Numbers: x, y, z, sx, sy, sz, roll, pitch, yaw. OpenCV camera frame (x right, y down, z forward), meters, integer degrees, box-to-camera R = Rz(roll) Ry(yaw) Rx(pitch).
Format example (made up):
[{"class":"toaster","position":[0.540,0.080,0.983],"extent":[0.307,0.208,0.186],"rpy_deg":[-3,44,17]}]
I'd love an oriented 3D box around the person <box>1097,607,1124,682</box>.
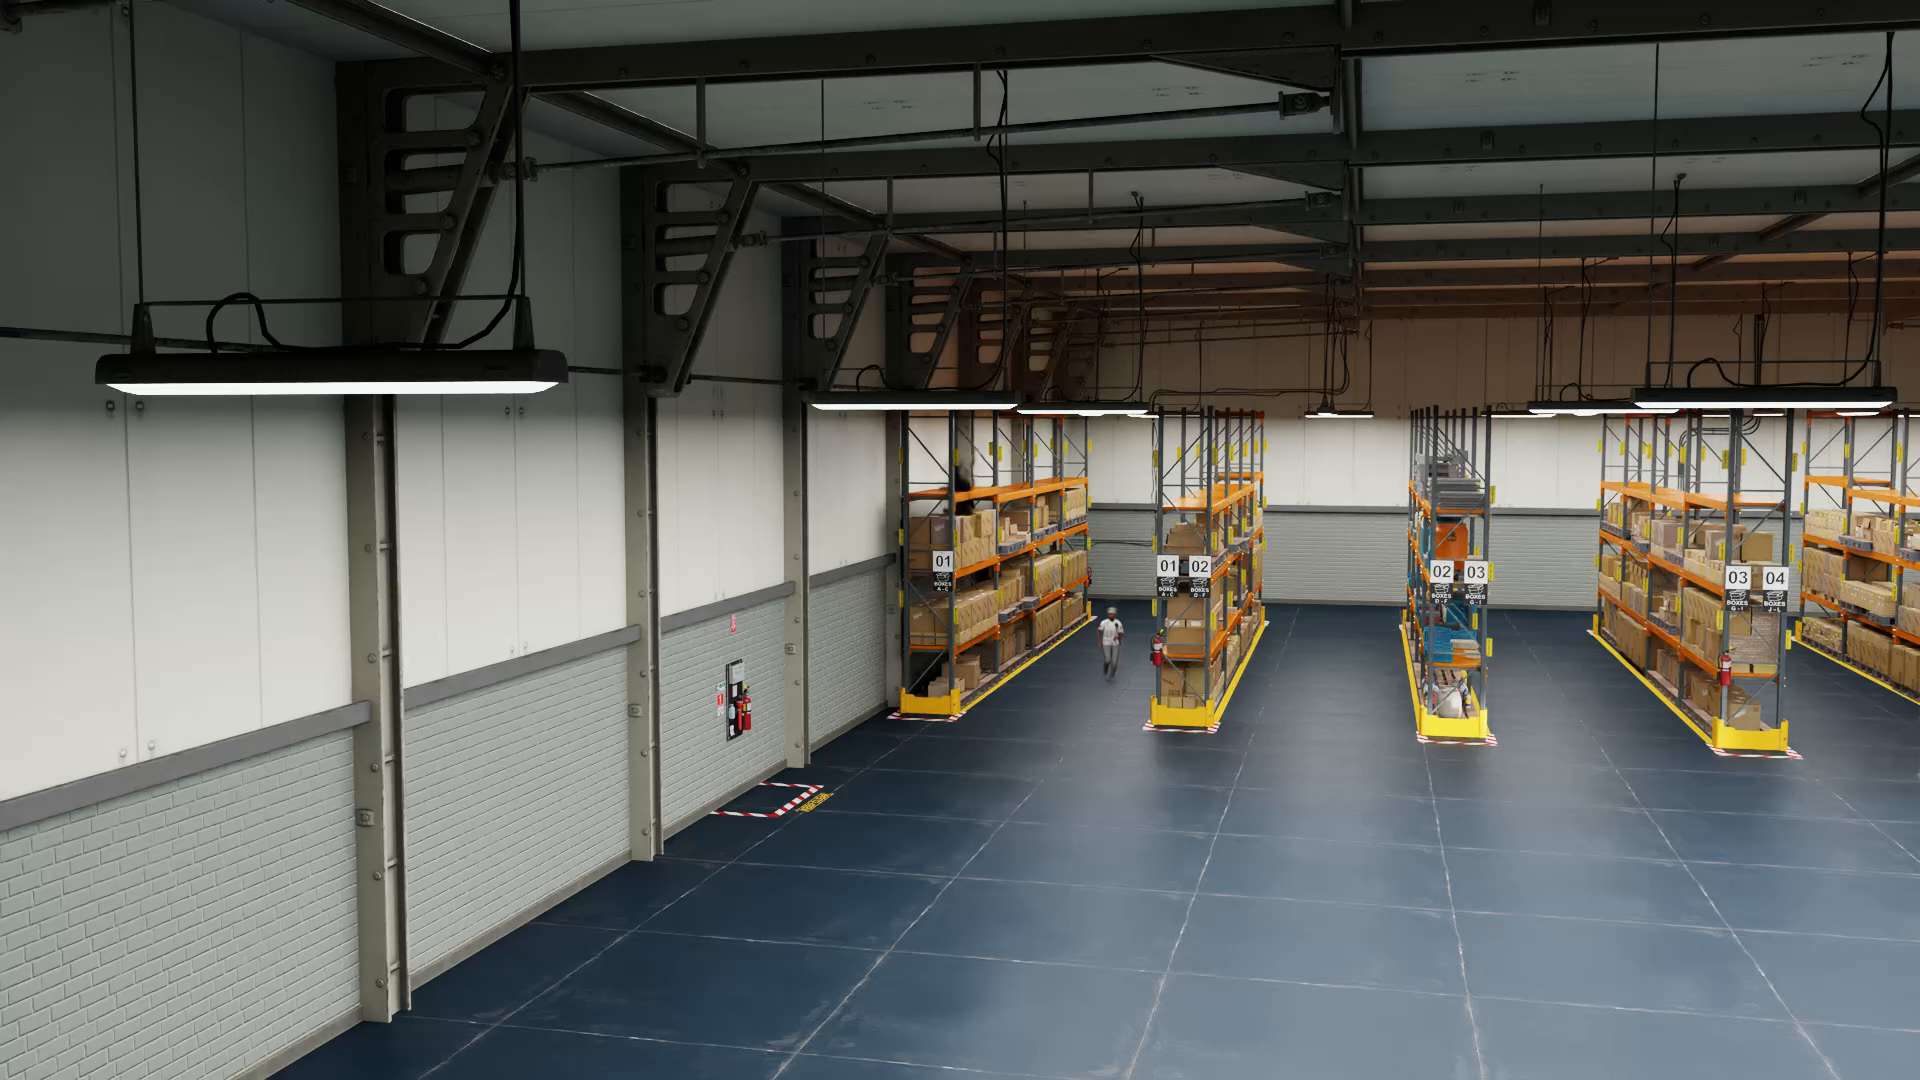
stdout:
[{"class":"person","position":[3.284,2.289,36.176],"extent":[0.560,1.660,0.599],"rpy_deg":[0,4,0]}]
